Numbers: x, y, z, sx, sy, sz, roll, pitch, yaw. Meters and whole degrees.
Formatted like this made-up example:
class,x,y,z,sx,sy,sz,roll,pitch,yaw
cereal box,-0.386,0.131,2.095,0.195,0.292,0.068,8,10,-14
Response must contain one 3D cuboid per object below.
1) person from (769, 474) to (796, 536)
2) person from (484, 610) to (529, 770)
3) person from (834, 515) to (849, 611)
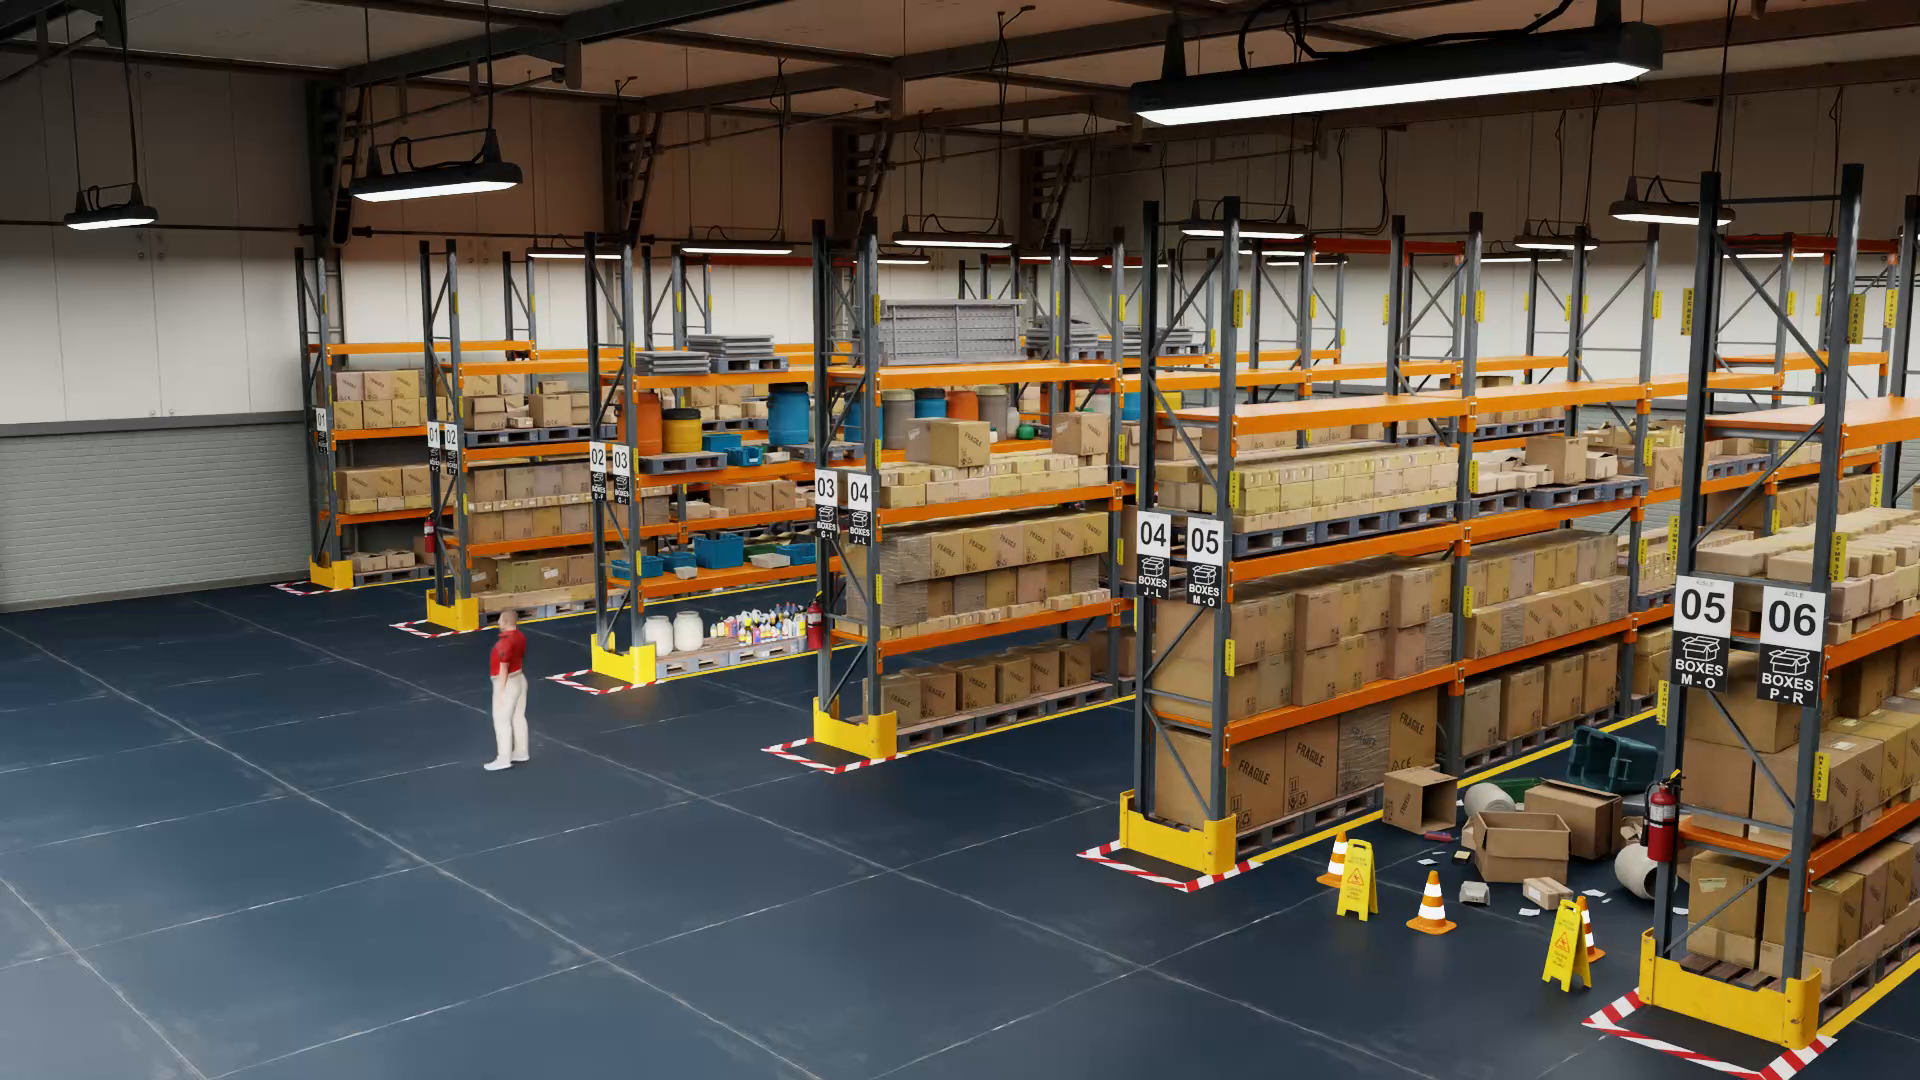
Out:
class,x,y,z,sx,sy,sz,roll,pitch,yaw
person,-3.567,-0.596,33.362,0.600,1.766,0.498,2,9,13
person,-5.019,1.638,18.365,0.418,1.747,0.571,2,9,12
person,-1.902,0.299,26.921,0.527,1.676,0.380,-2,9,-15
